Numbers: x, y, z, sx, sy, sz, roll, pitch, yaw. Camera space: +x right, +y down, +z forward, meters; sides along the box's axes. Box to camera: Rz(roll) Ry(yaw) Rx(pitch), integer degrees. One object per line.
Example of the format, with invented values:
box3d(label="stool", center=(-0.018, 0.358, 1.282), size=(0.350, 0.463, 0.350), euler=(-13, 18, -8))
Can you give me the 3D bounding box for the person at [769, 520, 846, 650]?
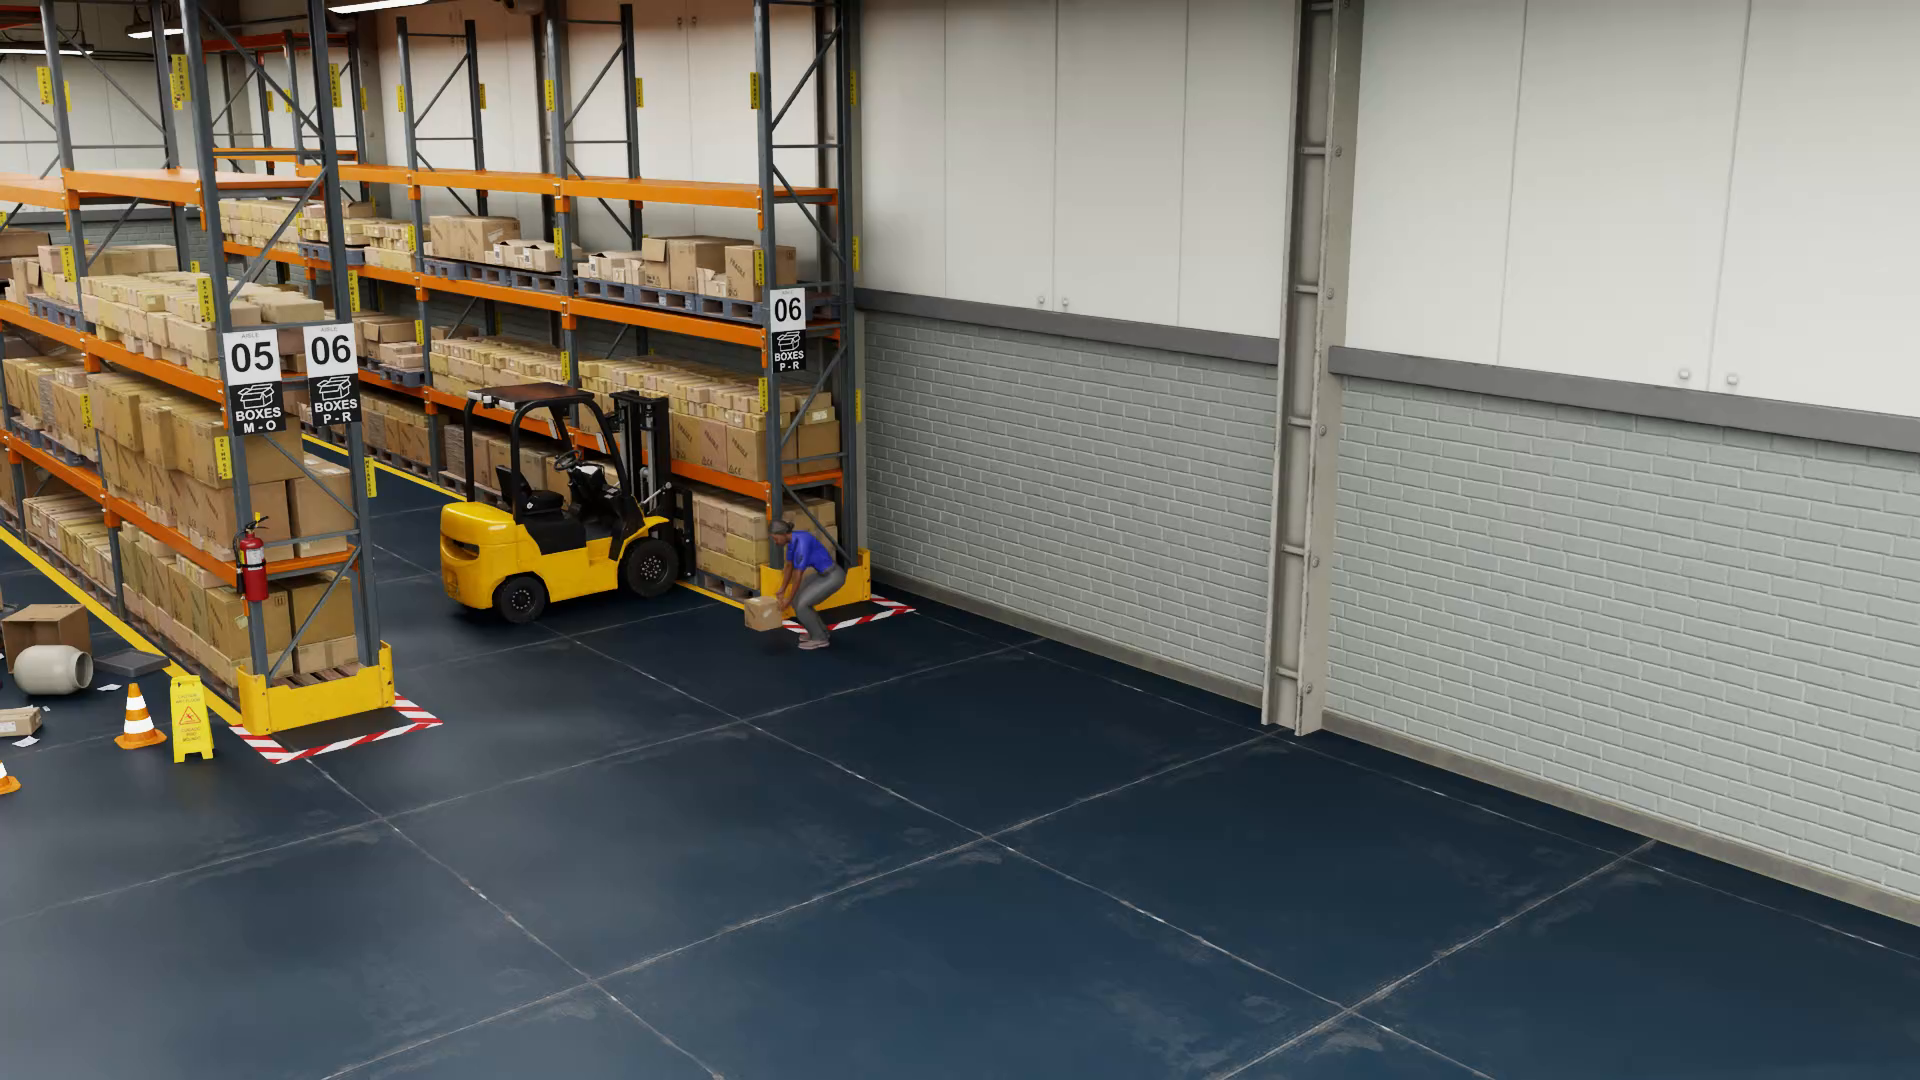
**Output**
box3d(label="person", center=(-1.400, 0.392, 15.367), size=(0.706, 1.223, 0.501), euler=(-3, 15, -13))
